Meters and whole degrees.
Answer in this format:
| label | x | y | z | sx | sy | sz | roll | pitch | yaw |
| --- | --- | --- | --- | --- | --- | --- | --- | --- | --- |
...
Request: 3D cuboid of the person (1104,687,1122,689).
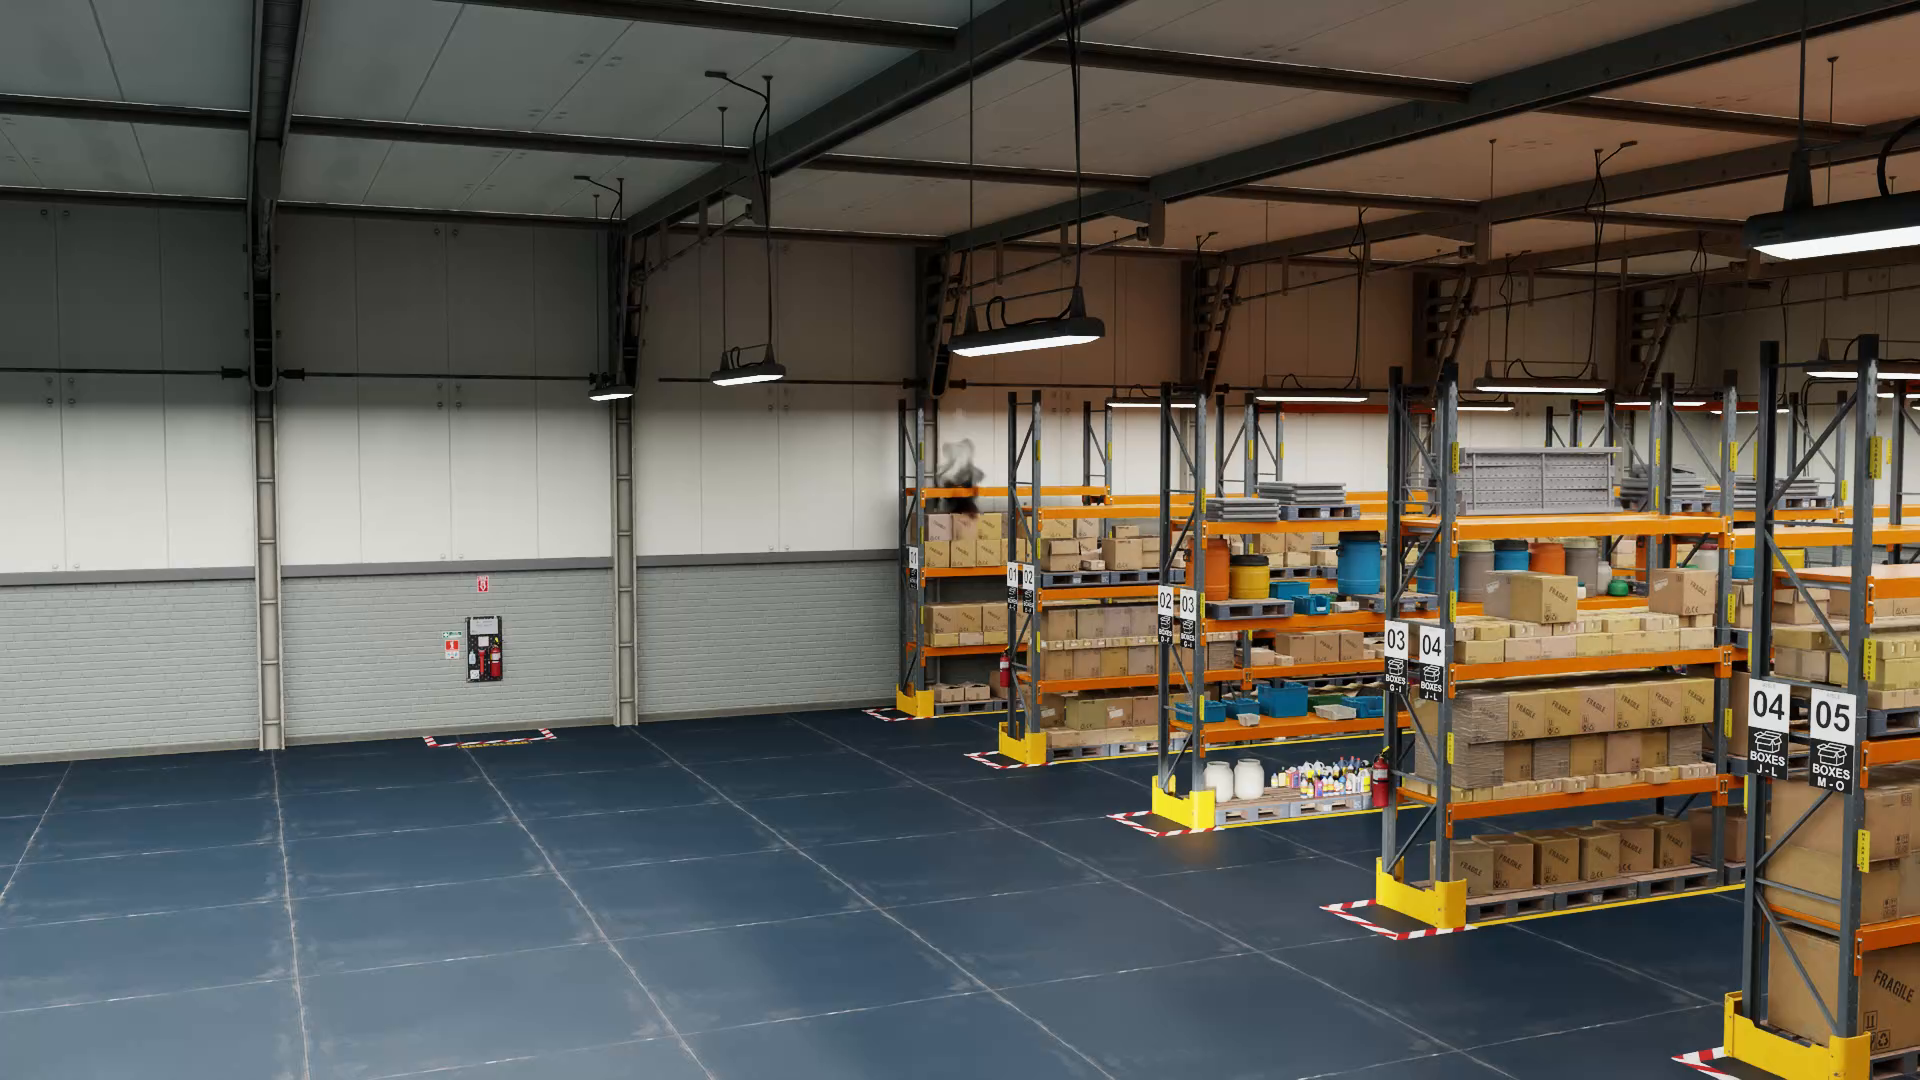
| label | x | y | z | sx | sy | sz | roll | pitch | yaw |
| --- | --- | --- | --- | --- | --- | --- | --- | --- | --- |
| person | 2.812 | 2.317 | 30.168 | 0.746 | 1.733 | 0.582 | -2 | 4 | -35 |
